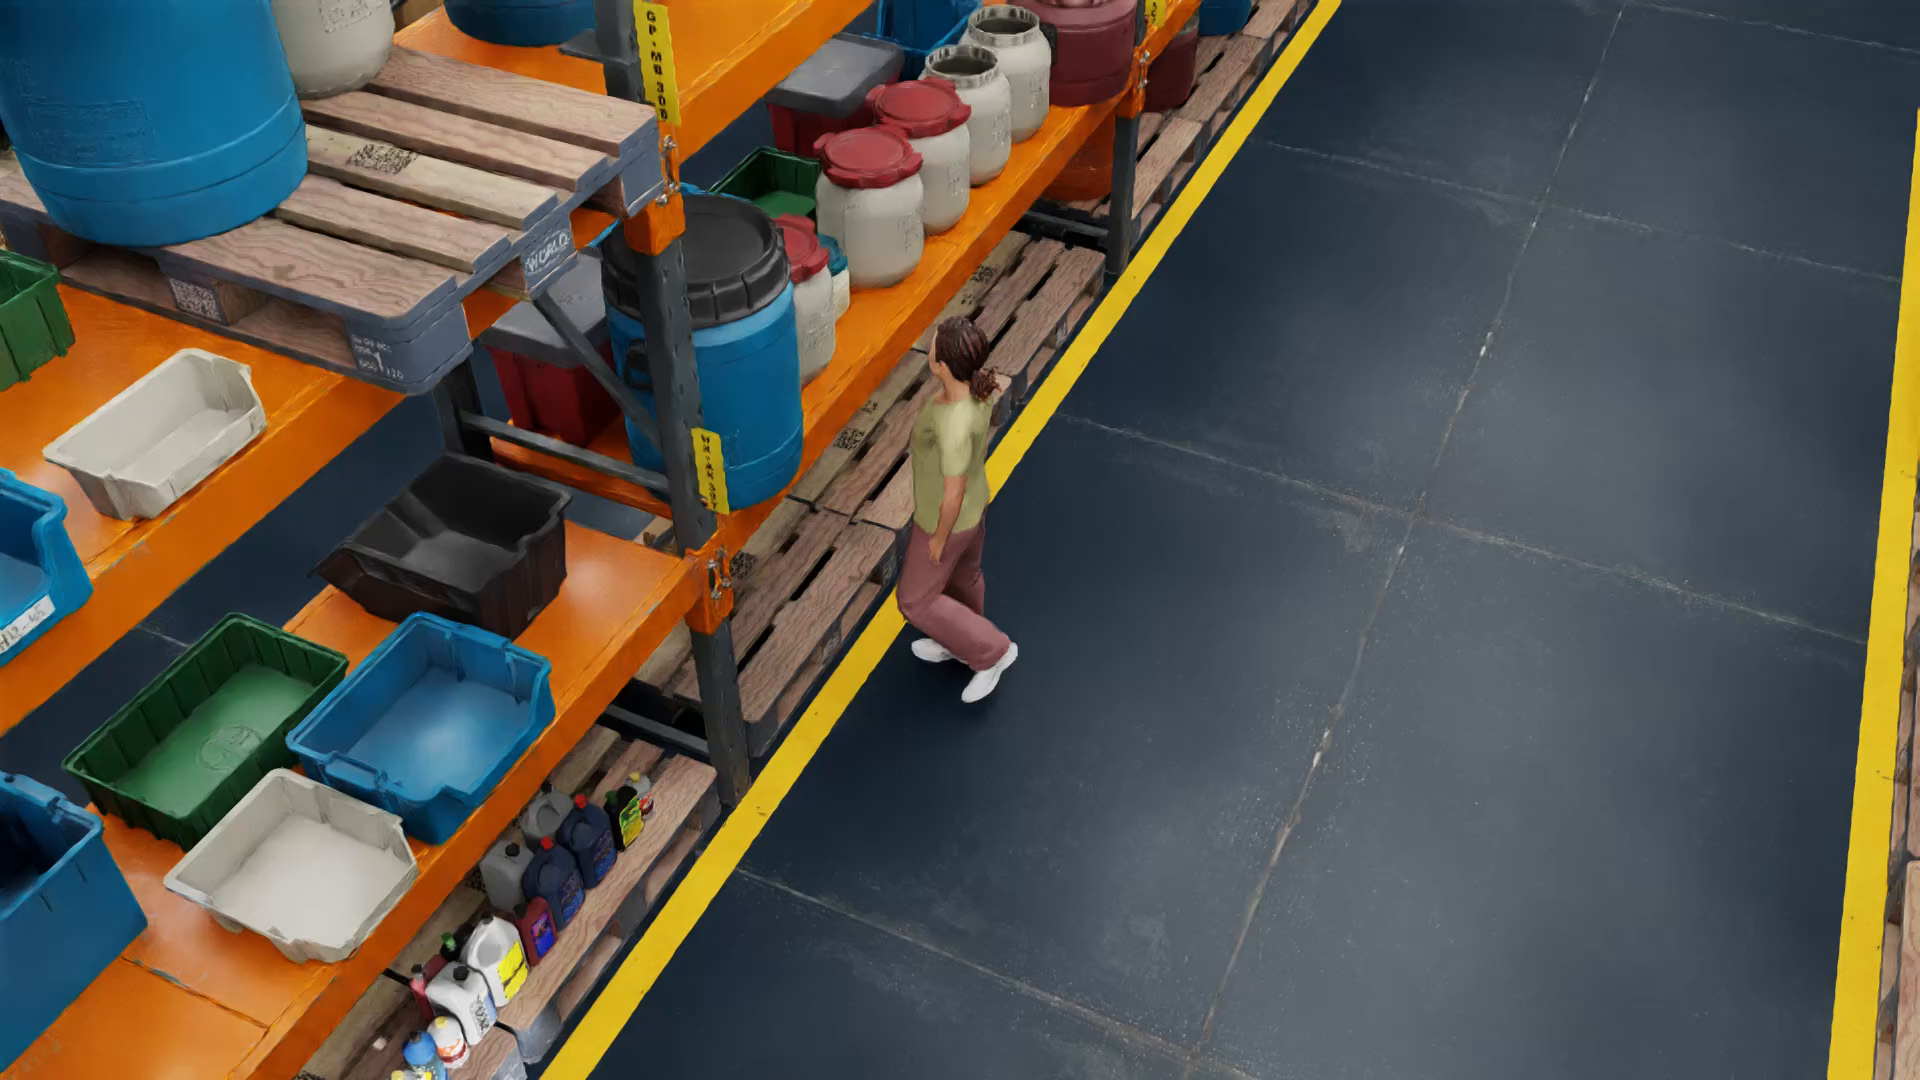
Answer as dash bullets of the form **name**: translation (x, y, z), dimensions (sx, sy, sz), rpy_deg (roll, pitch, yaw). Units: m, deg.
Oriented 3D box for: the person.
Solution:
- **person**: translation (0.016, -0.092, 6.244), dimensions (0.468, 1.674, 0.489), rpy_deg (10, 43, 10)
